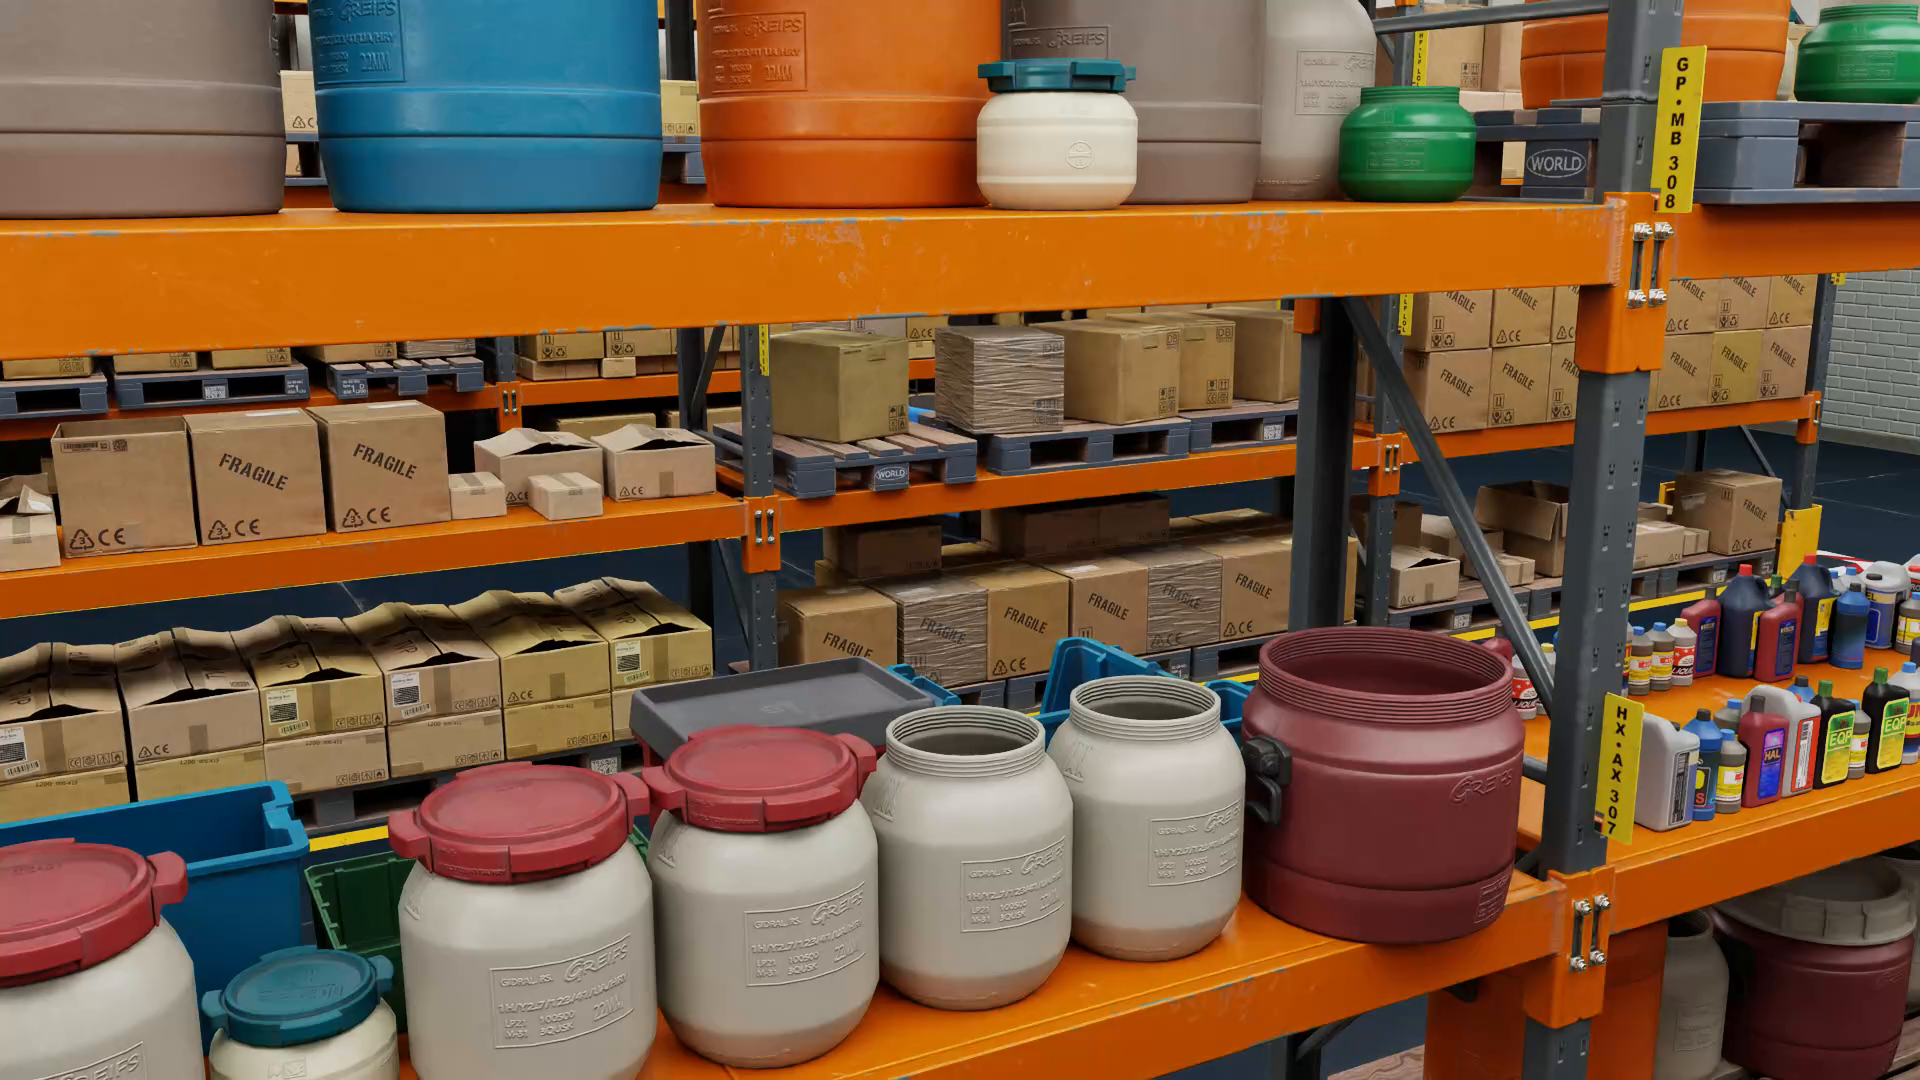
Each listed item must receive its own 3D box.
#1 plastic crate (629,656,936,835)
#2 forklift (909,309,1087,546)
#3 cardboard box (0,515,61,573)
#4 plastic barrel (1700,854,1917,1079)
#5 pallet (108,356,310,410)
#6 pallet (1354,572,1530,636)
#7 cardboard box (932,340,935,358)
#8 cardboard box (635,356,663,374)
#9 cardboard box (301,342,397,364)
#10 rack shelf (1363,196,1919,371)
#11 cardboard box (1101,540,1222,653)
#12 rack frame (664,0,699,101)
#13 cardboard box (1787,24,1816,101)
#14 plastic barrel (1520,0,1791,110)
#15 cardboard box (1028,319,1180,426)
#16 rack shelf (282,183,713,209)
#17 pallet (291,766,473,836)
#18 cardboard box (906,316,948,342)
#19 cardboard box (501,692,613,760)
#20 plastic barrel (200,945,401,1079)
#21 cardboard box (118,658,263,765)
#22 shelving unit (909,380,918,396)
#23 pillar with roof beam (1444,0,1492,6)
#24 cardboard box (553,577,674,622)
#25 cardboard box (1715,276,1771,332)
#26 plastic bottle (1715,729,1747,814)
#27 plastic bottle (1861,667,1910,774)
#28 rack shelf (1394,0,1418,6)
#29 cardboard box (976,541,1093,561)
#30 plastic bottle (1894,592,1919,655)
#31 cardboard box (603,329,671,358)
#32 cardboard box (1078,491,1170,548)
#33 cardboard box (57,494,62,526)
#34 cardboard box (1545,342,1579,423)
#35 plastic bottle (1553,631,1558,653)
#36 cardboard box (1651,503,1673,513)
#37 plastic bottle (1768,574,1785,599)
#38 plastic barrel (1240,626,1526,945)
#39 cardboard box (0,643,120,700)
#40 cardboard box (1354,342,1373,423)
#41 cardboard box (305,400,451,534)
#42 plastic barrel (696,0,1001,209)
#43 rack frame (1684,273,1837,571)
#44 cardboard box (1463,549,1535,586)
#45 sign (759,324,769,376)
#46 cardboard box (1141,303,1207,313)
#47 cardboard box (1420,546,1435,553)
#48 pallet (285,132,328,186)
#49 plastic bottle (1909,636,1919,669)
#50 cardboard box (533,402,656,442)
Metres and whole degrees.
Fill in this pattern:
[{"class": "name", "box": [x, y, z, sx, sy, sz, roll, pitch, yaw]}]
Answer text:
[{"class": "plastic crate", "box": [-0.384, 0.559, 3.649, 0.583, 0.464, 0.402, -7, 14, -28]}, {"class": "forklift", "box": [0.673, -1.287, 12.154, 1.130, 2.935, 3.031, -10, 16, -38]}, {"class": "cardboard box", "box": [-3.824, 0.013, 6.790, 0.250, 0.149, 0.380, -7, 14, -28]}, {"class": "plastic barrel", "box": [2.593, 1.277, 5.140, 0.708, 0.588, 0.600, -7, 14, -28]}, {"class": "pallet", "box": [-5.284, -1.121, 11.694, 1.213, 0.211, 1.003, -7, 14, -28]}, {"class": "pallet", "box": [2.925, 0.391, 10.889, 1.213, 0.211, 1.003, -7, 14, -28]}, {"class": "cardboard box", "box": [-0.216, -1.648, 14.128, 0.250, 0.149, 0.380, -7, 14, -27]}, {"class": "cardboard box", "box": [-2.505, -1.394, 12.999, 0.250, 0.149, 0.380, -7, 14, -28]}, {"class": "cardboard box", "box": [-4.451, -1.578, 12.061, 0.500, 0.500, 0.700, -8, 15, -33]}, {"class": "rack shelf", "box": [2.936, -0.844, 4.834, 4.000, 0.370, 1.077, -7, 14, -28]}, {"class": "cardboard box", "box": [1.148, 0.318, 9.555, 0.500, 0.500, 0.500, -7, 14, -27]}, {"class": "rack frame", "box": [-1.189, -3.403, 7.734, 0.127, 3.000, 1.000, -7, 14, -28]}, {"class": "cardboard box", "box": [5.390, -3.261, 11.429, 0.500, 0.500, 0.700, -7, 14, -28]}, {"class": "plastic barrel", "box": [1.681, -1.458, 3.990, 0.708, 0.830, 0.600, -7, 14, -28]}, {"class": "cardboard box", "box": [0.801, -0.953, 9.327, 0.500, 0.500, 0.700, -12, 17, -42]}, {"class": "rack shelf", "box": [-2.945, -1.378, 7.208, 4.000, 0.370, 1.077, -7, 14, -28]}, {"class": "pallet", "box": [-3.000, 1.091, 7.781, 1.213, 0.211, 1.003, -7, 14, -28]}, {"class": "cardboard box", "box": [-0.339, -1.958, 14.026, 0.500, 0.500, 0.500, -7, 15, -29]}, {"class": "cardboard box", "box": [-1.985, 0.818, 7.950, 0.500, 0.250, 0.500, -7, 14, -29]}, {"class": "plastic barrel", "box": [-1.095, 0.857, 2.782, 0.301, 0.262, 0.301, 0, 13, 0]}, {"class": "cardboard box", "box": [-3.322, 0.706, 7.170, 0.500, 0.311, 0.500, -7, 15, -30]}, {"class": "shelving unit", "box": [-0.489, -0.706, 13.512, 0.189, 1.200, 0.258, -10, 16, -38]}, {"class": "pillar with roof beam", "box": [7.474, -4.820, 14.031, 0.400, 9.000, 9.100, -7, 14, -28]}, {"class": "cardboard box", "box": [-1.790, 0.385, 8.594, 0.500, 0.311, 0.500, -6, 14, -26]}, {"class": "cardboard box", "box": [5.131, -1.701, 11.332, 0.500, 0.500, 0.500, -6, 14, -26]}, {"class": "plastic bottle", "box": [1.916, 0.575, 4.173, 0.097, 0.201, 0.097, 0, 13, 0]}, {"class": "plastic bottle", "box": [2.464, 0.474, 4.436, 0.133, 0.283, 0.061, -7, 14, -28]}, {"class": "rack shelf", "box": [0.566, -3.067, 8.792, 4.000, 0.370, 1.077, -7, 14, -28]}, {"class": "cardboard box", "box": [0.431, 0.274, 9.750, 0.500, 0.500, 0.500, -7, 15, -30]}, {"class": "plastic bottle", "box": [3.163, 0.274, 5.512, 0.097, 0.201, 0.097, 0, 13, 0]}, {"class": "cardboard box", "box": [-2.553, -1.689, 12.832, 0.500, 0.500, 0.500, -6, 14, -26]}, {"class": "cardboard box", "box": [0.903, -0.149, 9.922, 0.500, 0.250, 0.500, -7, 14, -28]}, {"class": "cardboard box", "box": [-6.009, -0.149, 11.633, 0.500, 0.500, 0.700, -7, 15, -29]}, {"class": "cardboard box", "box": [3.788, -1.054, 10.731, 0.500, 0.500, 0.500, -7, 14, -28]}, {"class": "plastic bottle", "box": [1.815, 0.363, 4.955, 0.097, 0.271, 0.097, 0, 13, 0]}, {"class": "cardboard box", "box": [5.301, -0.164, 12.496, 0.250, 0.149, 0.380, -7, 14, -28]}, {"class": "plastic bottle", "box": [2.614, 0.257, 5.400, 0.133, 0.283, 0.061, -7, 14, -28]}, {"class": "plastic barrel", "box": [0.919, 0.520, 3.658, 0.708, 0.536, 0.600, -7, 14, -28]}, {"class": "cardboard box", "box": [-4.028, 0.654, 7.401, 0.500, 0.311, 0.500, -6, 14, -26]}, {"class": "cardboard box", "box": [2.638, -1.048, 10.705, 0.500, 0.500, 0.500, -7, 14, -27]}, {"class": "cardboard box", "box": [-2.654, -0.345, 7.584, 0.500, 0.500, 0.500, -8, 15, -31]}, {"class": "plastic barrel", "box": [-0.218, -1.081, 3.269, 0.708, 0.830, 0.600, -7, 14, -28]}, {"class": "rack frame", "box": [5.833, -1.318, 12.133, 0.127, 3.000, 1.000, -7, 14, -28]}, {"class": "cardboard box", "box": [3.548, 0.175, 10.950, 0.250, 0.166, 0.380, -7, 14, -28]}, {"class": "sign", "box": [-0.920, -0.934, 7.792, 0.005, 0.325, 0.100, -7, 14, -28]}, {"class": "cardboard box", "box": [1.706, -2.206, 15.395, 0.700, 0.700, 0.980, -8, 15, -31]}, {"class": "cardboard box", "box": [2.986, 0.114, 11.264, 0.250, 0.149, 0.380, -7, 14, -28]}, {"class": "pallet", "box": [-2.722, -1.641, 7.165, 1.213, 0.211, 1.003, -6, 14, -25]}, {"class": "plastic bottle", "box": [2.884, 0.343, 4.868, 0.185, 0.351, 0.144, -7, 14, -28]}, {"class": "cardboard box", "box": [-2.858, -0.639, 13.055, 0.750, 0.750, 0.750, -7, 14, -29]}]
